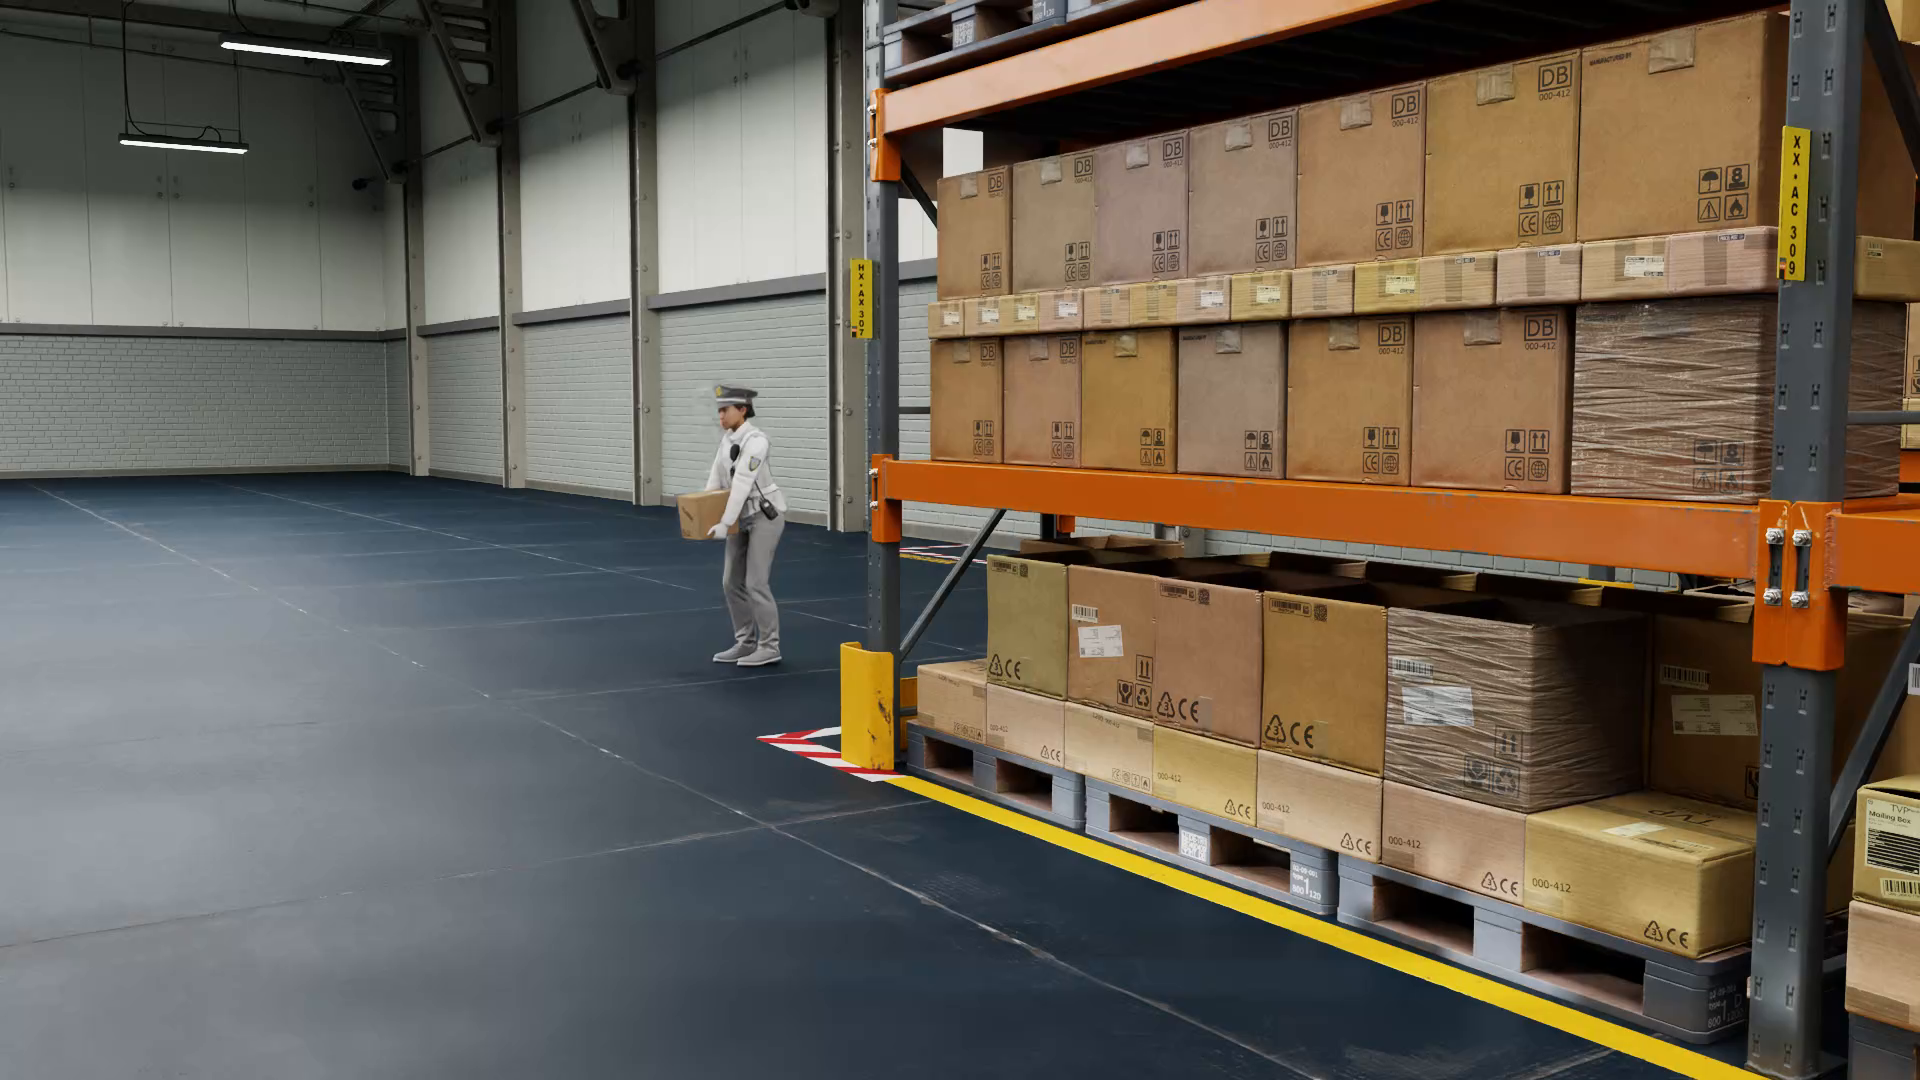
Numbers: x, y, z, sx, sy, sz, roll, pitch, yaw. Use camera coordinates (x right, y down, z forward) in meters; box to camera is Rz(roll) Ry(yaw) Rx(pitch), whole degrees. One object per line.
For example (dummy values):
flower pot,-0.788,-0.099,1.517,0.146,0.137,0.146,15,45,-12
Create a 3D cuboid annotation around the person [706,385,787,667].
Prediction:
person,-1.293,-0.084,9.790,0.550,1.648,0.416,-3,6,-35
